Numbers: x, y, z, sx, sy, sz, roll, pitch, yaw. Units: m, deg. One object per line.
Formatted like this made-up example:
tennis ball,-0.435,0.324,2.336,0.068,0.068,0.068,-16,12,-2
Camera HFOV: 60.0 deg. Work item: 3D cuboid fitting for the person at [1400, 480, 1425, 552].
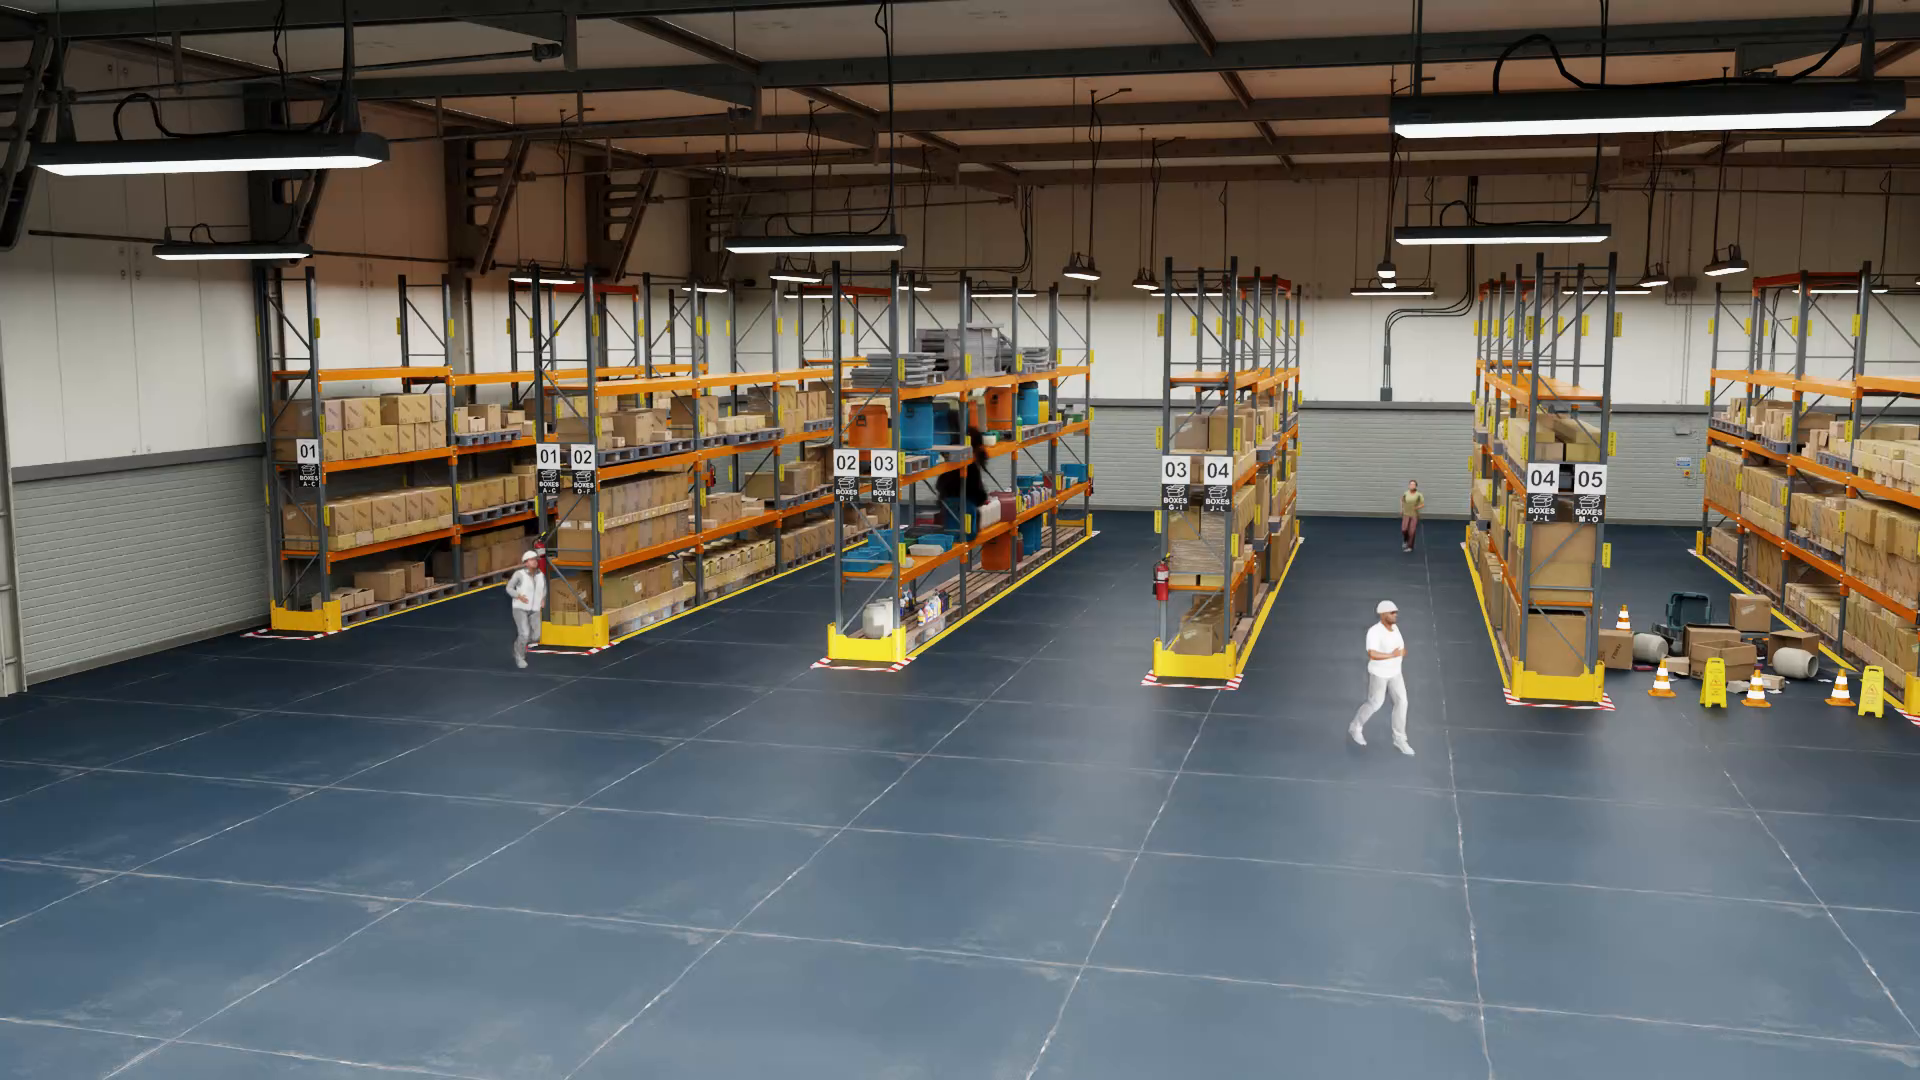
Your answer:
person,10.116,-0.534,37.300,0.571,1.629,0.533,3,8,24

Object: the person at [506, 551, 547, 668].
person,-6.442,1.016,24.853,0.685,1.719,0.632,-6,10,-40

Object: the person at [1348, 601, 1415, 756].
person,5.016,1.615,19.756,0.718,1.819,0.833,-6,9,-39
